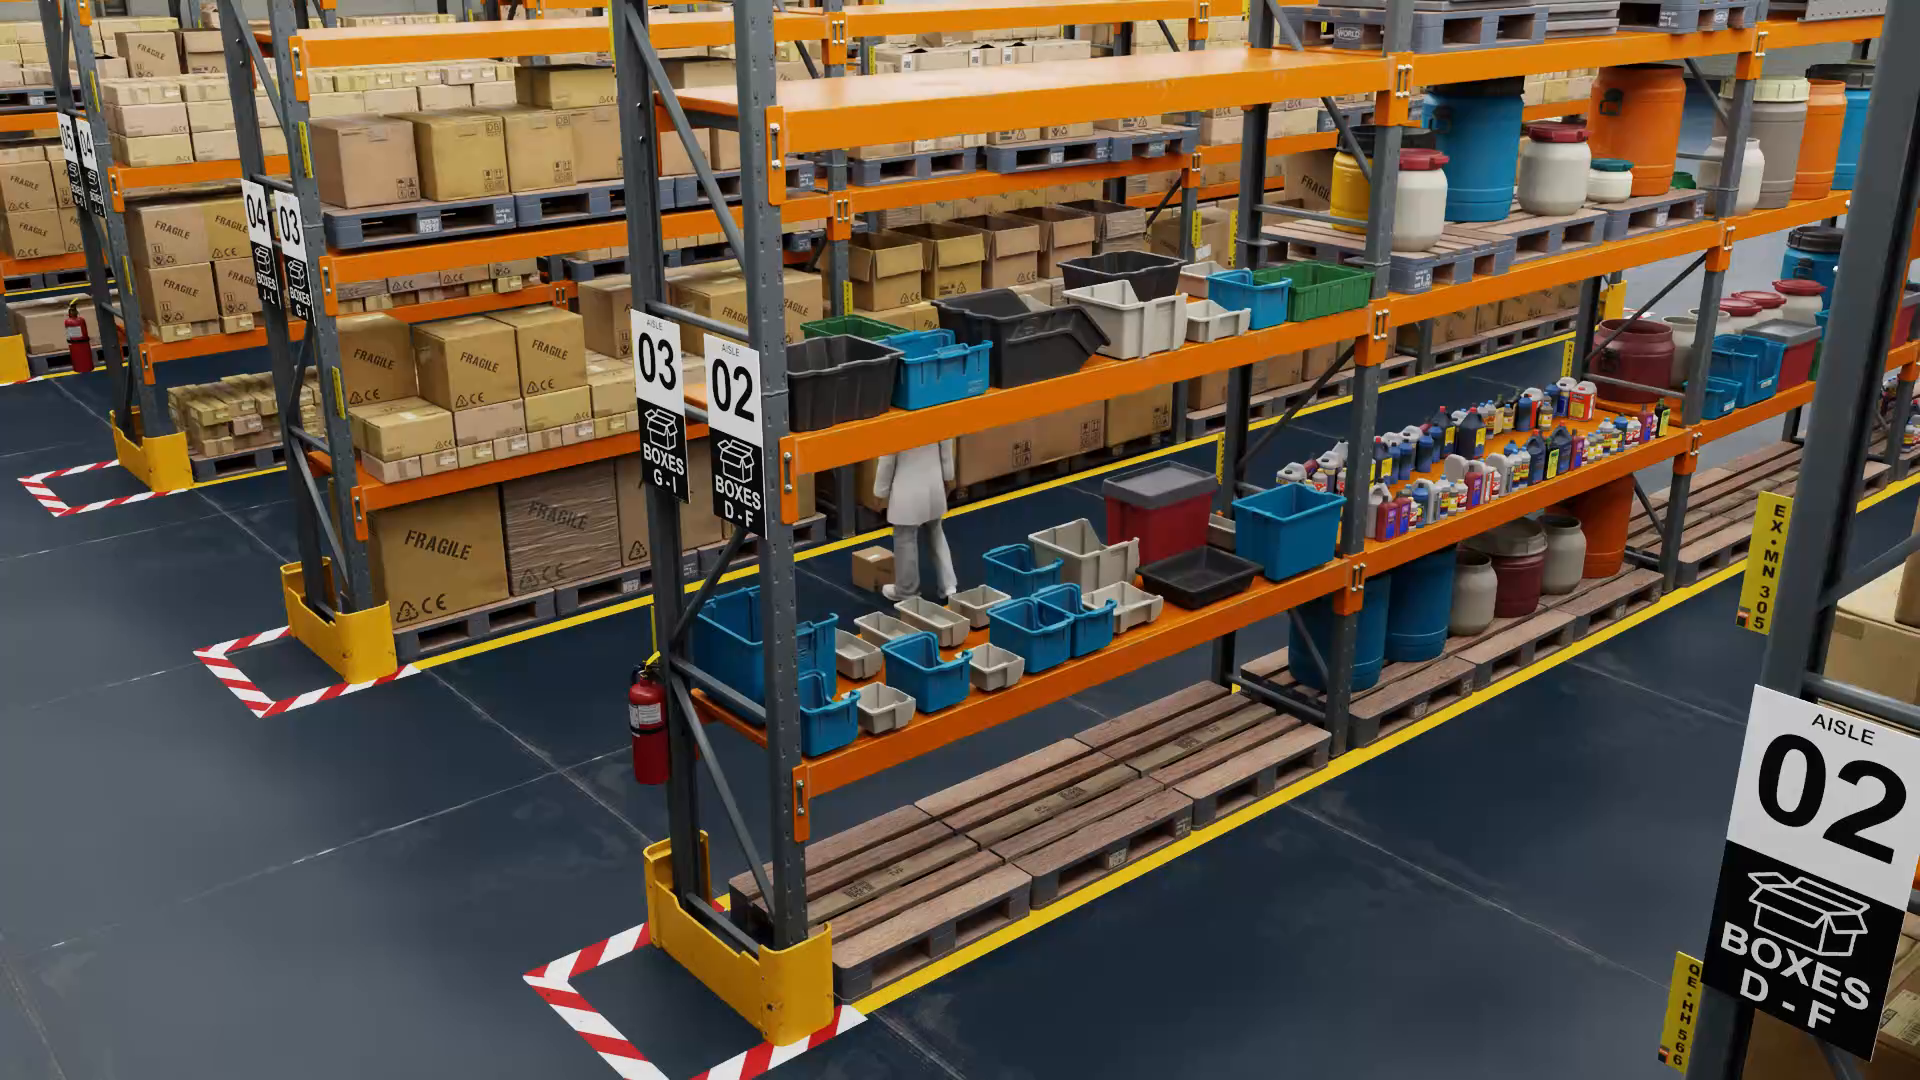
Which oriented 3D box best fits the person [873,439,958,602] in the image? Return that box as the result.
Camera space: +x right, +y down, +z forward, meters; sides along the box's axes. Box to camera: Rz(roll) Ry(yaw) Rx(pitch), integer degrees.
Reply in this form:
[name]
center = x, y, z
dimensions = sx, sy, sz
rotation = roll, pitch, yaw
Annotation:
[person]
center = -0.332, -0.356, 12.066
dimensions = 0.639, 1.829, 0.543
rotation = -17, 27, -38
